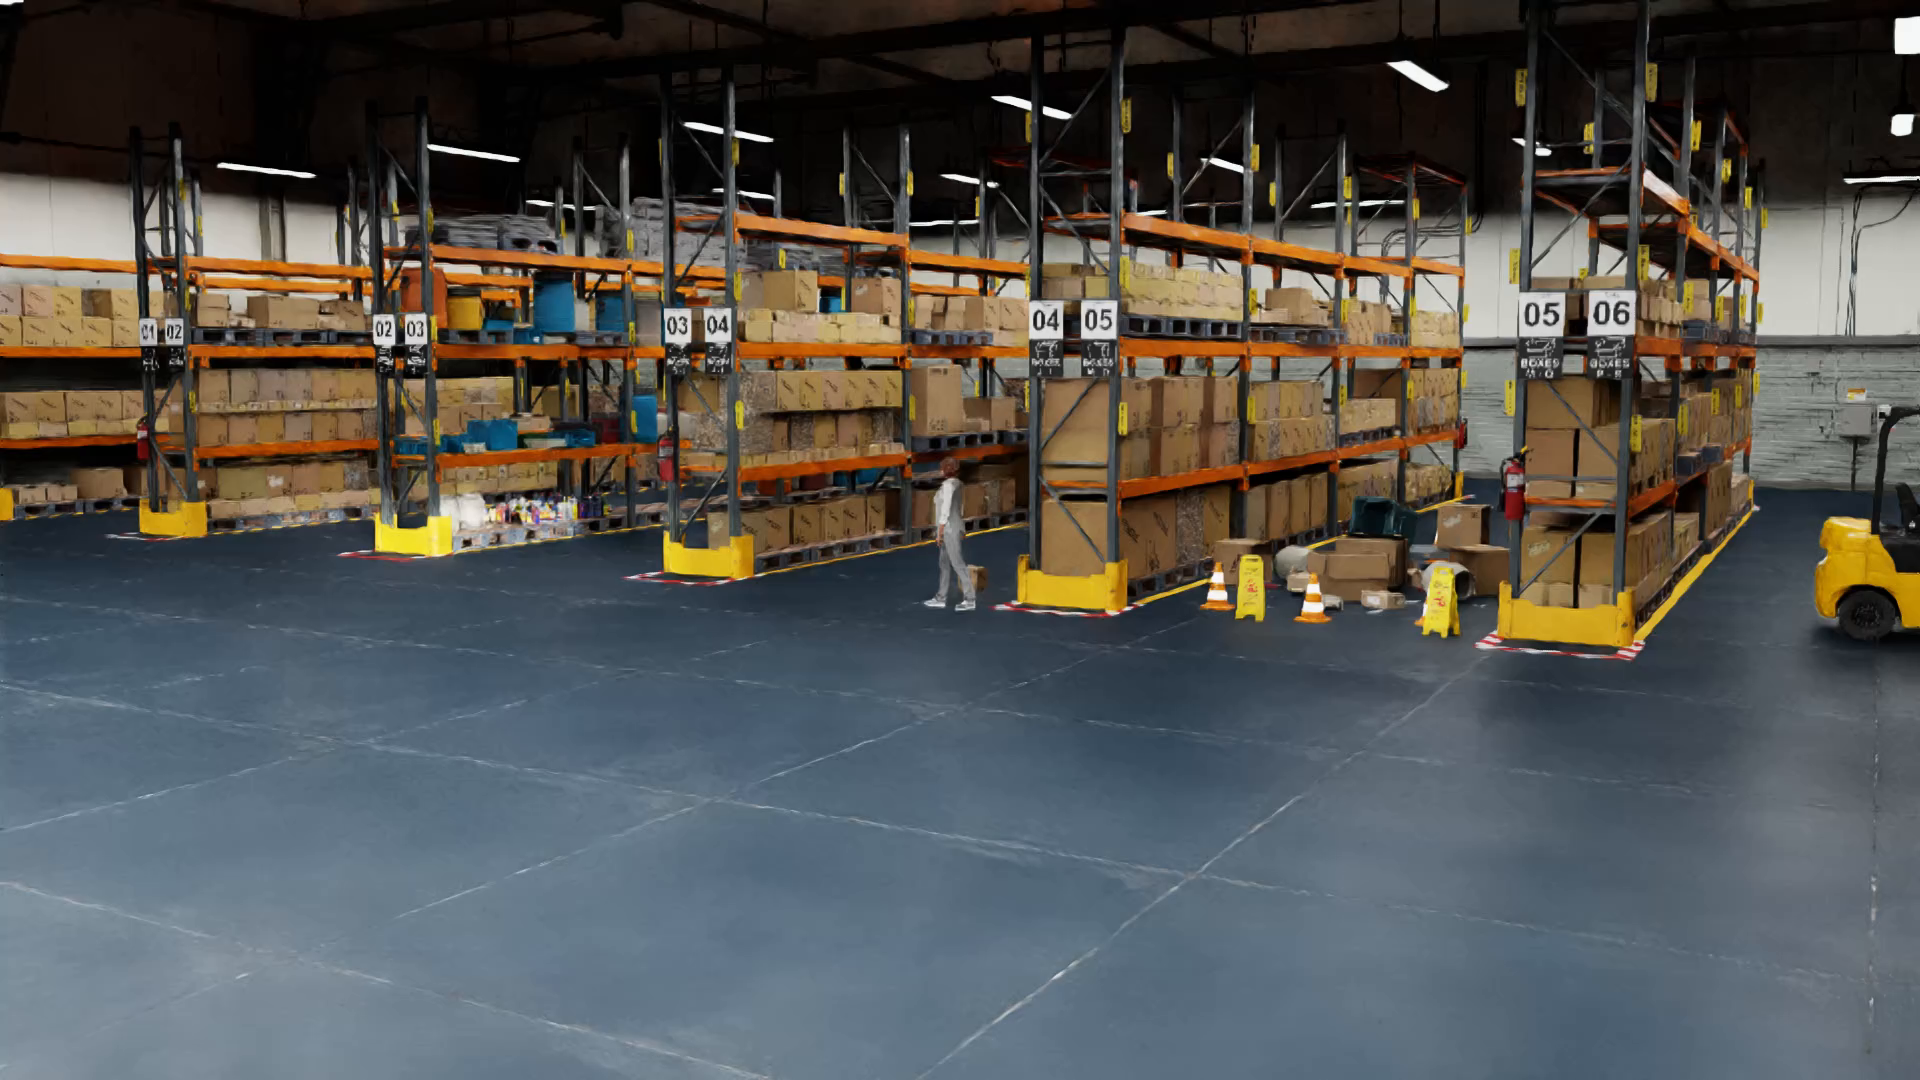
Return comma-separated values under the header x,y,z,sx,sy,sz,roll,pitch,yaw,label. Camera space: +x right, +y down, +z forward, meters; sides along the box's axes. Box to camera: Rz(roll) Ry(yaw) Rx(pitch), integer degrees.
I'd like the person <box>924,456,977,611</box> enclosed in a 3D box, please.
x,y,z,sx,sy,sz,roll,pitch,yaw,label
-0.099,-0.080,17.224,0.606,1.583,0.604,1,6,12,person
